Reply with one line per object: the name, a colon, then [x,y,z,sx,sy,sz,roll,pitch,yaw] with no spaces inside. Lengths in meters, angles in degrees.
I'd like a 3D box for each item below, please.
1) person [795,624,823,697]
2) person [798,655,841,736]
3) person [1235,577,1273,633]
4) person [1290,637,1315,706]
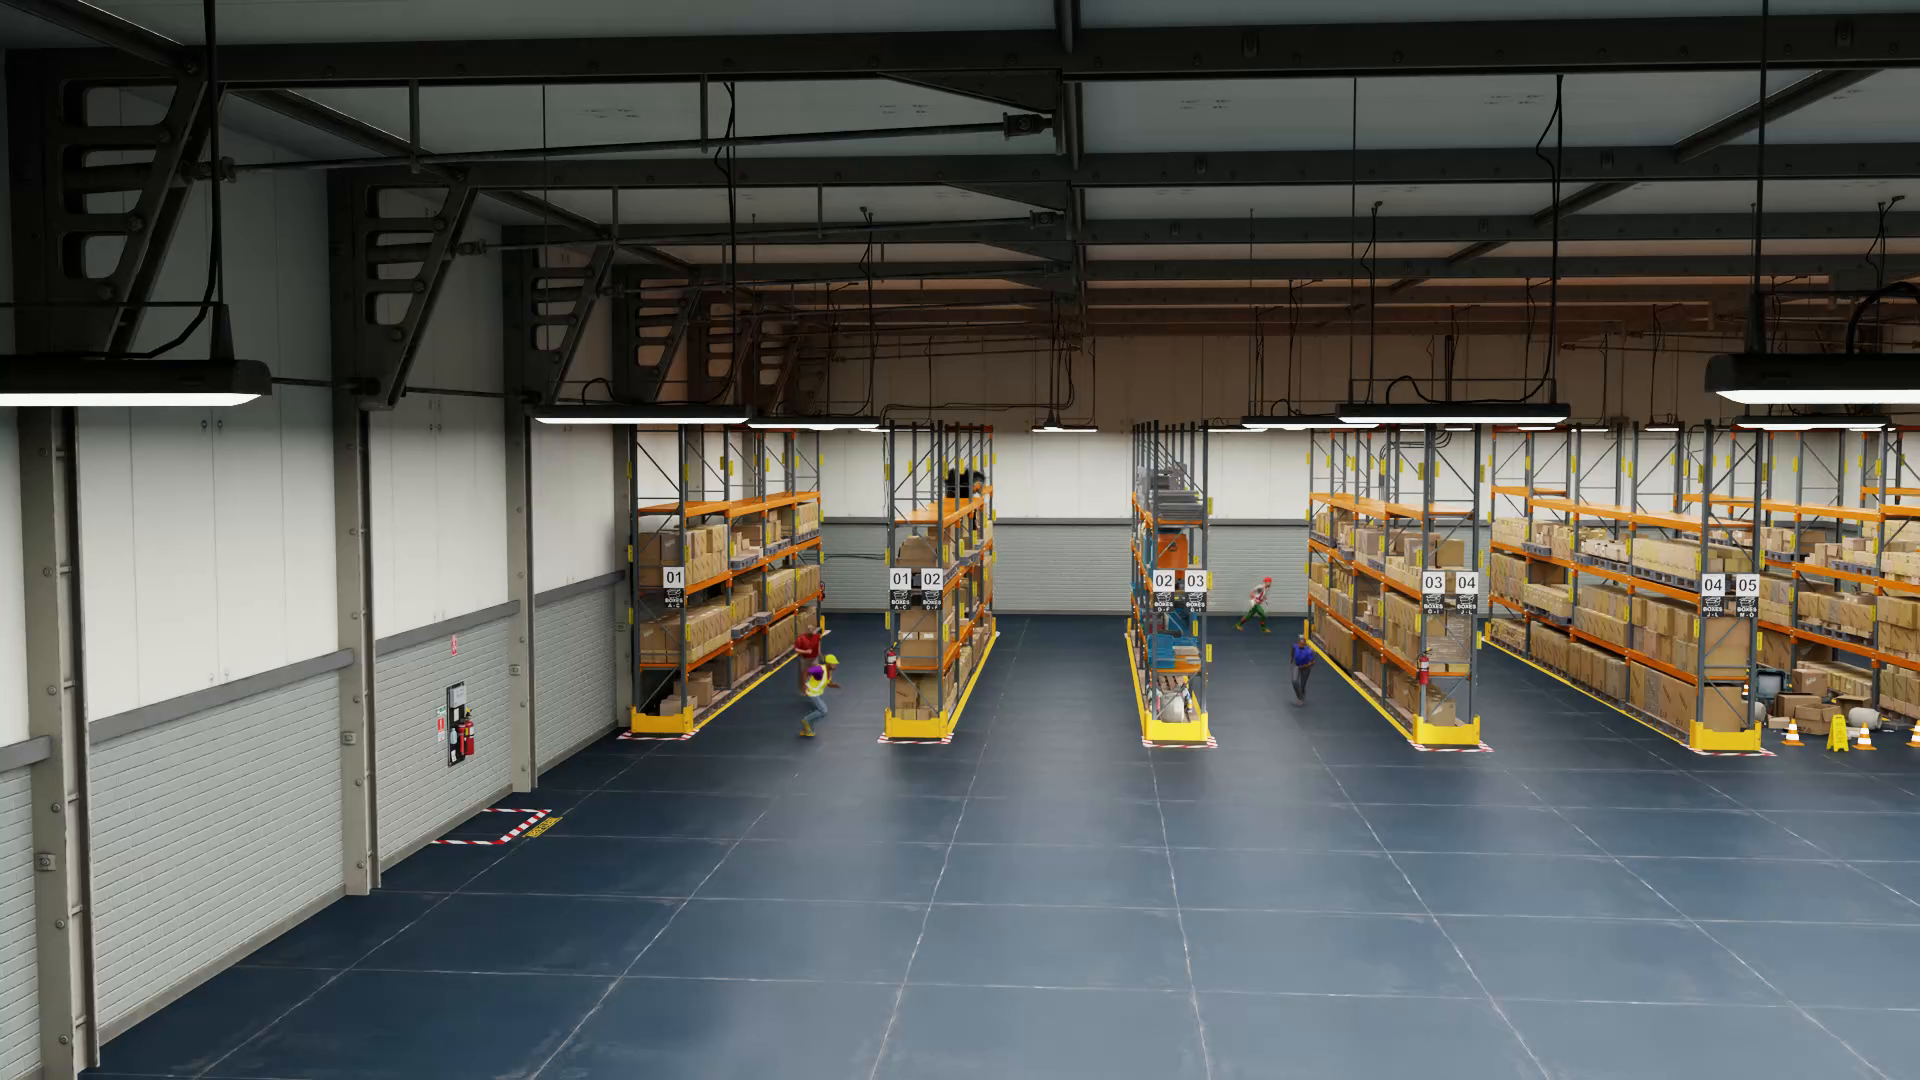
person: [-3.255,2.624,35.687,0.674,1.709,0.999,-1,4,-21]
person: [-2.683,2.942,31.387,0.861,1.577,0.738,1,4,22]
person: [8.485,1.860,47.938,1.111,1.617,0.696,2,4,30]
person: [7.257,2.733,35.190,0.563,1.459,1.066,1,4,19]
